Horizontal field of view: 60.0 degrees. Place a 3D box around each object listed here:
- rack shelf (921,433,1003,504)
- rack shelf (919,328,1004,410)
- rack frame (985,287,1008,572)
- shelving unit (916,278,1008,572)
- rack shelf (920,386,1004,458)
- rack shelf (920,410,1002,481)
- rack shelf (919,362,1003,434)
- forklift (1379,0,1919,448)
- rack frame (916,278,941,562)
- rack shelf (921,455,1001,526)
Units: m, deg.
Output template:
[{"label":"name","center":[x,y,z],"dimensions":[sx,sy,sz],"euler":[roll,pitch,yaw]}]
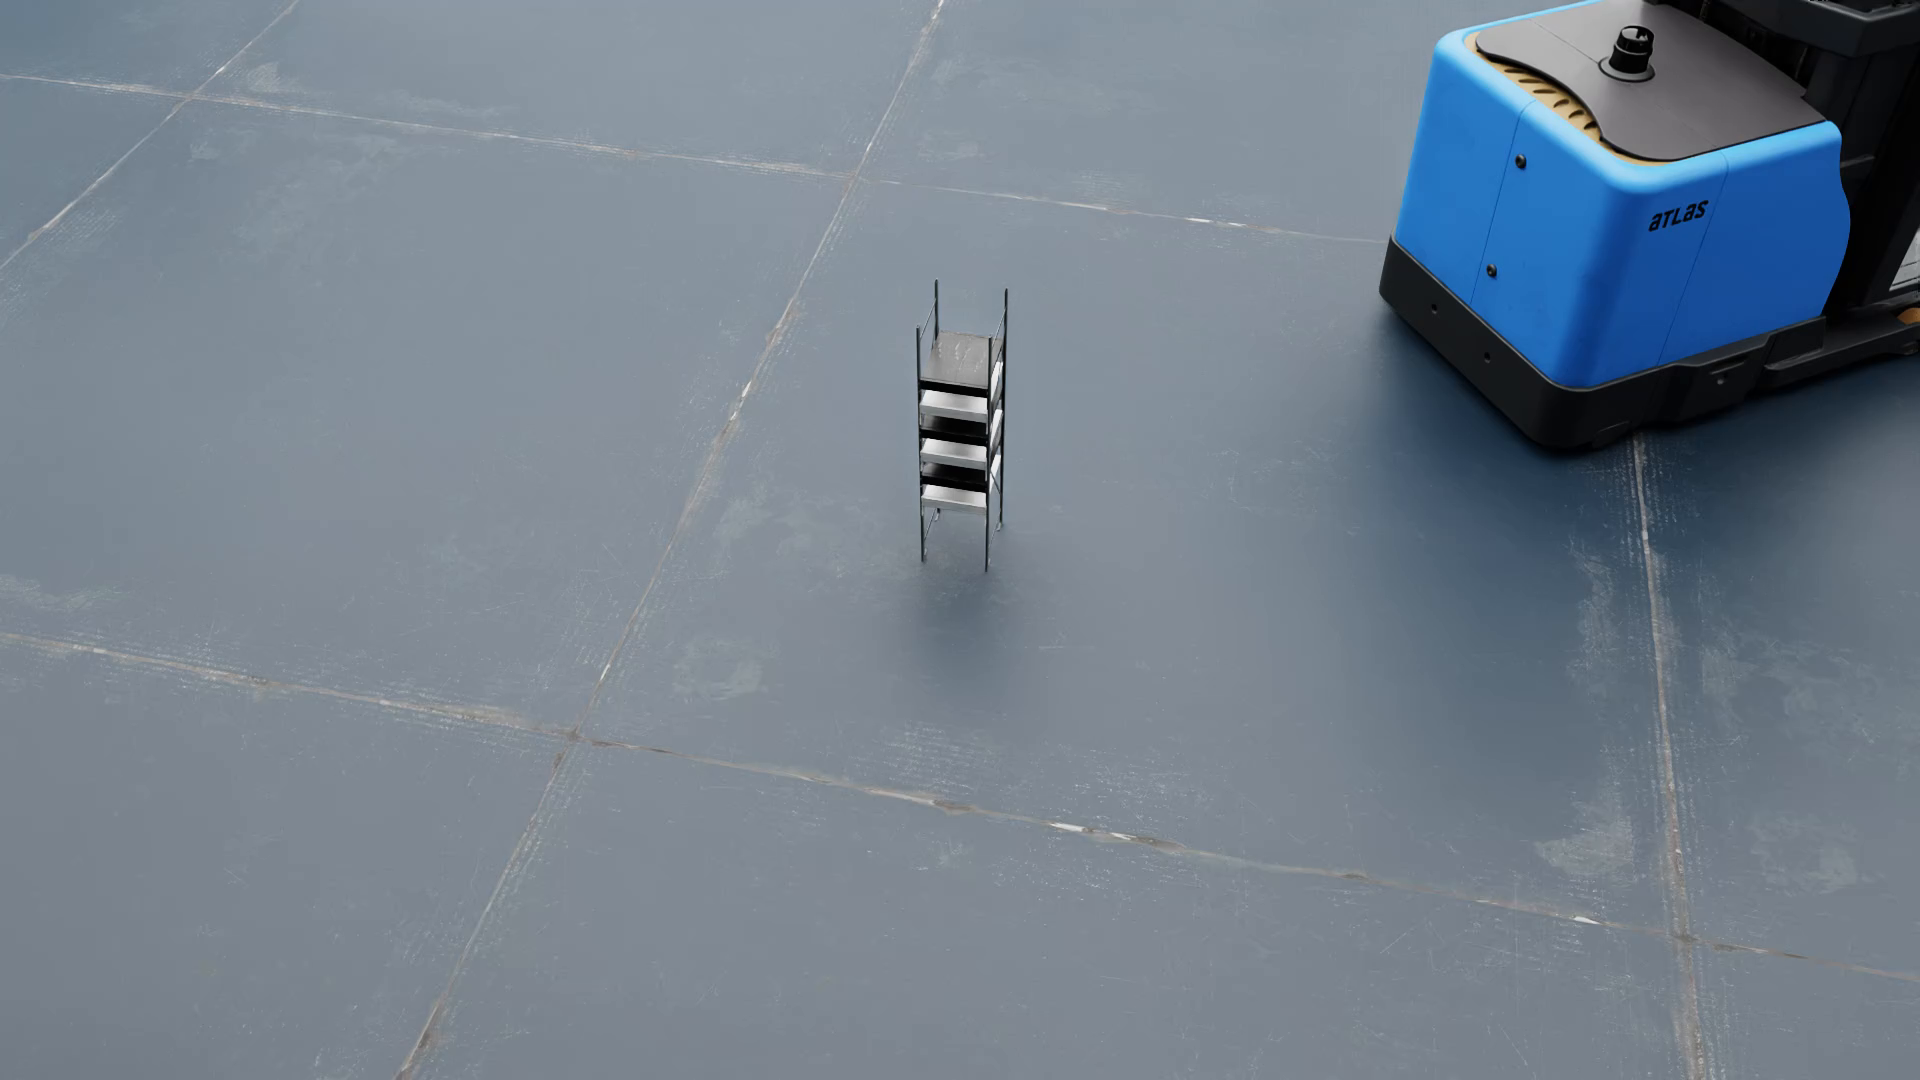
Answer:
[{"label":"rack shelf","center":[0.008,-0.234,5.022],"dimensions":[0.200,0.077,0.258],"euler":[9,45,9]},{"label":"rack shelf","center":[0.008,-0.493,4.773],"dimensions":[0.200,0.077,0.258],"euler":[9,45,9]},{"label":"rack frame","center":[0.107,-0.308,4.921],"dimensions":[0.006,0.900,0.240],"euler":[9,45,9]},{"label":"shelving unit","center":[0.008,-0.323,4.937],"dimensions":[0.210,0.900,0.258],"euler":[9,45,9]},{"label":"rack shelf","center":[0.008,-0.364,4.897],"dimensions":[0.200,0.077,0.258],"euler":[9,45,9]},{"label":"rack shelf","center":[0.008,-0.299,4.960],"dimensions":[0.200,0.077,0.258],"euler":[9,45,9]},{"label":"rack shelf","center":[0.008,-0.429,4.835],"dimensions":[0.200,0.077,0.258],"euler":[9,45,9]},{"label":"forklift","center":[3.098,-2.036,5.252],"dimensions":[3.031,2.935,1.130],"euler":[-17,46,-17]},{"label":"rack frame","center":[-0.091,-0.338,4.953],"dimensions":[0.006,0.900,0.240],"euler":[9,45,9]},{"label":"rack shelf","center":[0.008,-0.169,5.085],"dimensions":[0.200,0.077,0.258],"euler":[9,45,9]}]
